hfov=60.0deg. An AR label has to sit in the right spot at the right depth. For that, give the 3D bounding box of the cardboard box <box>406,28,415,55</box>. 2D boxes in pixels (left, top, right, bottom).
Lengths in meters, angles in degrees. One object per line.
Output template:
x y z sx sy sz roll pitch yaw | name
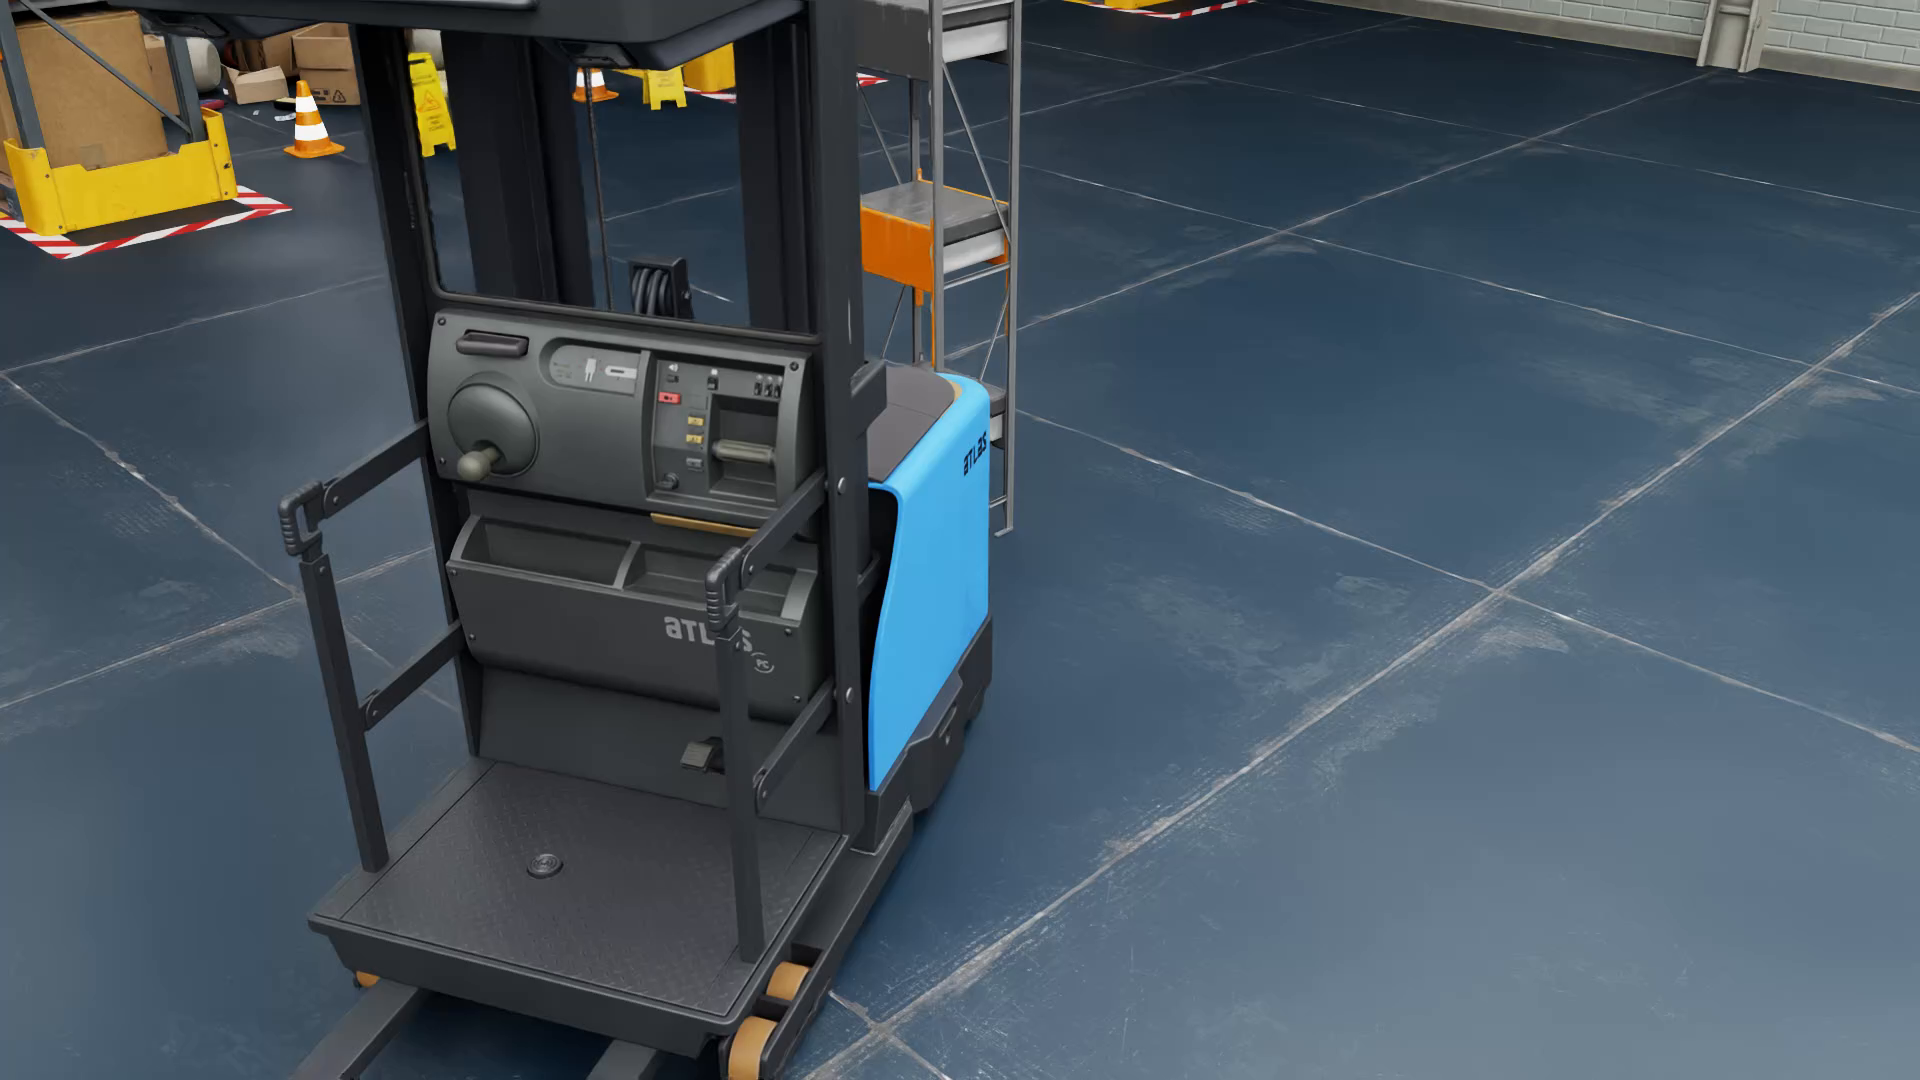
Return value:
-4.634 -4.397 14.072 0.500 0.500 0.500 -3 28 -5 | cardboard box

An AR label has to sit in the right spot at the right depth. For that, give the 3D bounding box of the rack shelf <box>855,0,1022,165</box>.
-0.118 -1.591 5.545 0.480 0.518 0.431 25 36 38 | rack shelf

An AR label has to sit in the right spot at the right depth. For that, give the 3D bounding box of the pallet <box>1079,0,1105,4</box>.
1.310 -5.648 16.765 1.213 0.211 1.003 25 36 38 | pallet

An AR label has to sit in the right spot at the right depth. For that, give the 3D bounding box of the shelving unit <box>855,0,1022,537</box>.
-0.118 -0.983 5.864 0.503 2.100 0.431 25 36 38 | shelving unit

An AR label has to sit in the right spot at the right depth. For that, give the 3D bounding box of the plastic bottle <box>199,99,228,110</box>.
-5.561 -3.212 12.293 0.133 0.061 0.283 12 30 22 | plastic bottle

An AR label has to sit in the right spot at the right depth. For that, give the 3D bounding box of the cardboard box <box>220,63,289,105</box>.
-5.326 -3.468 12.560 0.396 0.266 0.258 -18 33 -31 | cardboard box

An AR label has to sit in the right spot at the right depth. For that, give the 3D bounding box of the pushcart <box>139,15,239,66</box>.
-6.007 -4.370 14.155 0.936 0.377 1.648 12 30 22 | pushcart

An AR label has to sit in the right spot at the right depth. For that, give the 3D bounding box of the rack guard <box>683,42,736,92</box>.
-1.646 -3.917 13.162 0.348 0.500 1.175 25 36 38 | rack guard

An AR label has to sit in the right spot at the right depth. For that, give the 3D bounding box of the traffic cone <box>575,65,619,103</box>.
-2.803 -3.588 12.576 0.334 0.463 0.336 25 36 38 | traffic cone

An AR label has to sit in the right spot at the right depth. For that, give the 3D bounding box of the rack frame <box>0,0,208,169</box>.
-4.991 -3.323 9.346 0.127 3.000 1.000 25 36 38 | rack frame

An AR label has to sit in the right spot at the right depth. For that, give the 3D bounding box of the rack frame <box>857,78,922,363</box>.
-0.292 -1.063 6.015 0.015 2.100 0.400 25 36 38 | rack frame

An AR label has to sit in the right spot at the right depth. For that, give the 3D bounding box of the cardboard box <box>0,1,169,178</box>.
-5.520 -2.767 10.122 0.875 0.875 0.875 25 37 39 | cardboard box

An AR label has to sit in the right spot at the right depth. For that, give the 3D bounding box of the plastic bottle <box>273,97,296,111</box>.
-4.993 -3.238 12.343 0.283 0.061 0.133 12 30 22 | plastic bottle

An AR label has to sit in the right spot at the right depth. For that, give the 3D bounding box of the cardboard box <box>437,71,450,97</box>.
-3.943 -3.494 12.734 0.380 0.149 0.250 -7 29 -14 | cardboard box

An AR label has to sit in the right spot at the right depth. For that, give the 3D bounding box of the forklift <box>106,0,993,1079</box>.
-0.849 -0.241 3.560 1.130 2.935 3.031 9 29 16 | forklift

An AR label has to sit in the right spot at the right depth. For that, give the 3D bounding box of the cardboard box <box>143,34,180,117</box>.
-6.016 -3.357 12.094 0.500 0.500 0.500 -18 33 -31 | cardboard box

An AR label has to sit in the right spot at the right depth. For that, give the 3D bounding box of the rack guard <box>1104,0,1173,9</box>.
1.902 -5.533 16.235 0.348 0.500 1.175 25 36 38 | rack guard

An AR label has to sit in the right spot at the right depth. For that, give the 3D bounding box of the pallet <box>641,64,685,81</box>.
-2.201 -4.066 13.755 1.213 0.211 1.003 25 36 38 | pallet

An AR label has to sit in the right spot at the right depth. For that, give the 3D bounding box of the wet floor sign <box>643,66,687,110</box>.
-2.207 -3.539 12.287 0.267 0.644 0.232 -13 30 -22 | wet floor sign

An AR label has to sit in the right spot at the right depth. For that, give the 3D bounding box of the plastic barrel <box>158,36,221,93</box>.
-5.958 -3.626 12.692 0.512 0.421 0.421 -3 28 -5 | plastic barrel

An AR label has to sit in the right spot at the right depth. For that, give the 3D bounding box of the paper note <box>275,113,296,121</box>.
-4.889 -3.069 12.056 0.144 0.017 0.142 -13 30 -22 | paper note

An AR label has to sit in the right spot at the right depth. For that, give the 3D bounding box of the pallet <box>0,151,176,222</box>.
-5.616 -2.323 10.442 1.213 0.211 1.003 25 36 38 | pallet

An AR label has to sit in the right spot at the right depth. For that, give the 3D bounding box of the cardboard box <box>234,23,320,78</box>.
-5.292 -3.989 13.149 0.503 0.637 0.797 25 36 38 | cardboard box

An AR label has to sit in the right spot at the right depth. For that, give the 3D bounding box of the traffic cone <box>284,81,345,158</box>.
-4.374 -2.844 11.162 0.334 0.463 0.336 25 36 38 | traffic cone

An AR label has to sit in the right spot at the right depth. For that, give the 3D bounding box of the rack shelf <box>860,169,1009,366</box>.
-0.118 -0.971 5.870 0.480 0.518 0.431 25 36 38 | rack shelf

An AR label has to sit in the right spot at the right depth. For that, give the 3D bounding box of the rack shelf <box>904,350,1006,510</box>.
-0.118 -0.352 6.196 0.480 0.518 0.431 25 36 38 | rack shelf

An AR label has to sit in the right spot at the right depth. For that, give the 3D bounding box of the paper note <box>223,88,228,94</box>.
-5.592 -3.474 12.833 0.172 0.023 0.155 -13 30 -22 | paper note

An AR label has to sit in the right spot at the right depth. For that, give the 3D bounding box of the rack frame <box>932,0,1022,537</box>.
0.056 -0.904 5.713 0.015 2.100 0.400 25 36 38 | rack frame

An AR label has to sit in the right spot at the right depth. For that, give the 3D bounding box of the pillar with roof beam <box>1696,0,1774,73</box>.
3.281 -6.442 8.832 0.400 9.000 9.100 25 36 38 | pillar with roof beam

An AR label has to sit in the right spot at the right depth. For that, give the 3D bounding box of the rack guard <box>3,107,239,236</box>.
-4.973 -2.208 9.913 0.348 0.500 1.175 25 36 38 | rack guard

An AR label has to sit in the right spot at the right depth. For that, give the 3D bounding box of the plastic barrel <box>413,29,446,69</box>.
-4.126 -4.030 13.459 0.512 0.421 0.421 -3 28 -5 | plastic barrel

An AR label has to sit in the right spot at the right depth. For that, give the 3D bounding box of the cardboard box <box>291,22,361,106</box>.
-4.620 -3.626 12.606 0.637 0.503 0.797 2 28 4 | cardboard box

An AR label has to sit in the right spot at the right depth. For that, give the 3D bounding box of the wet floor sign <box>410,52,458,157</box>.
-3.582 -2.928 11.126 0.232 0.644 0.267 18 33 30 | wet floor sign

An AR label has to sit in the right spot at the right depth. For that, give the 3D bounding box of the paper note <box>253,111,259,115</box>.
-5.168 -3.138 12.207 0.032 0.001 0.123 -7 29 -14 | paper note

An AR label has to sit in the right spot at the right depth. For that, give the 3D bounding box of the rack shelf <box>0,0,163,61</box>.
-6.417 -3.657 10.754 4.000 0.370 1.077 25 36 38 | rack shelf
